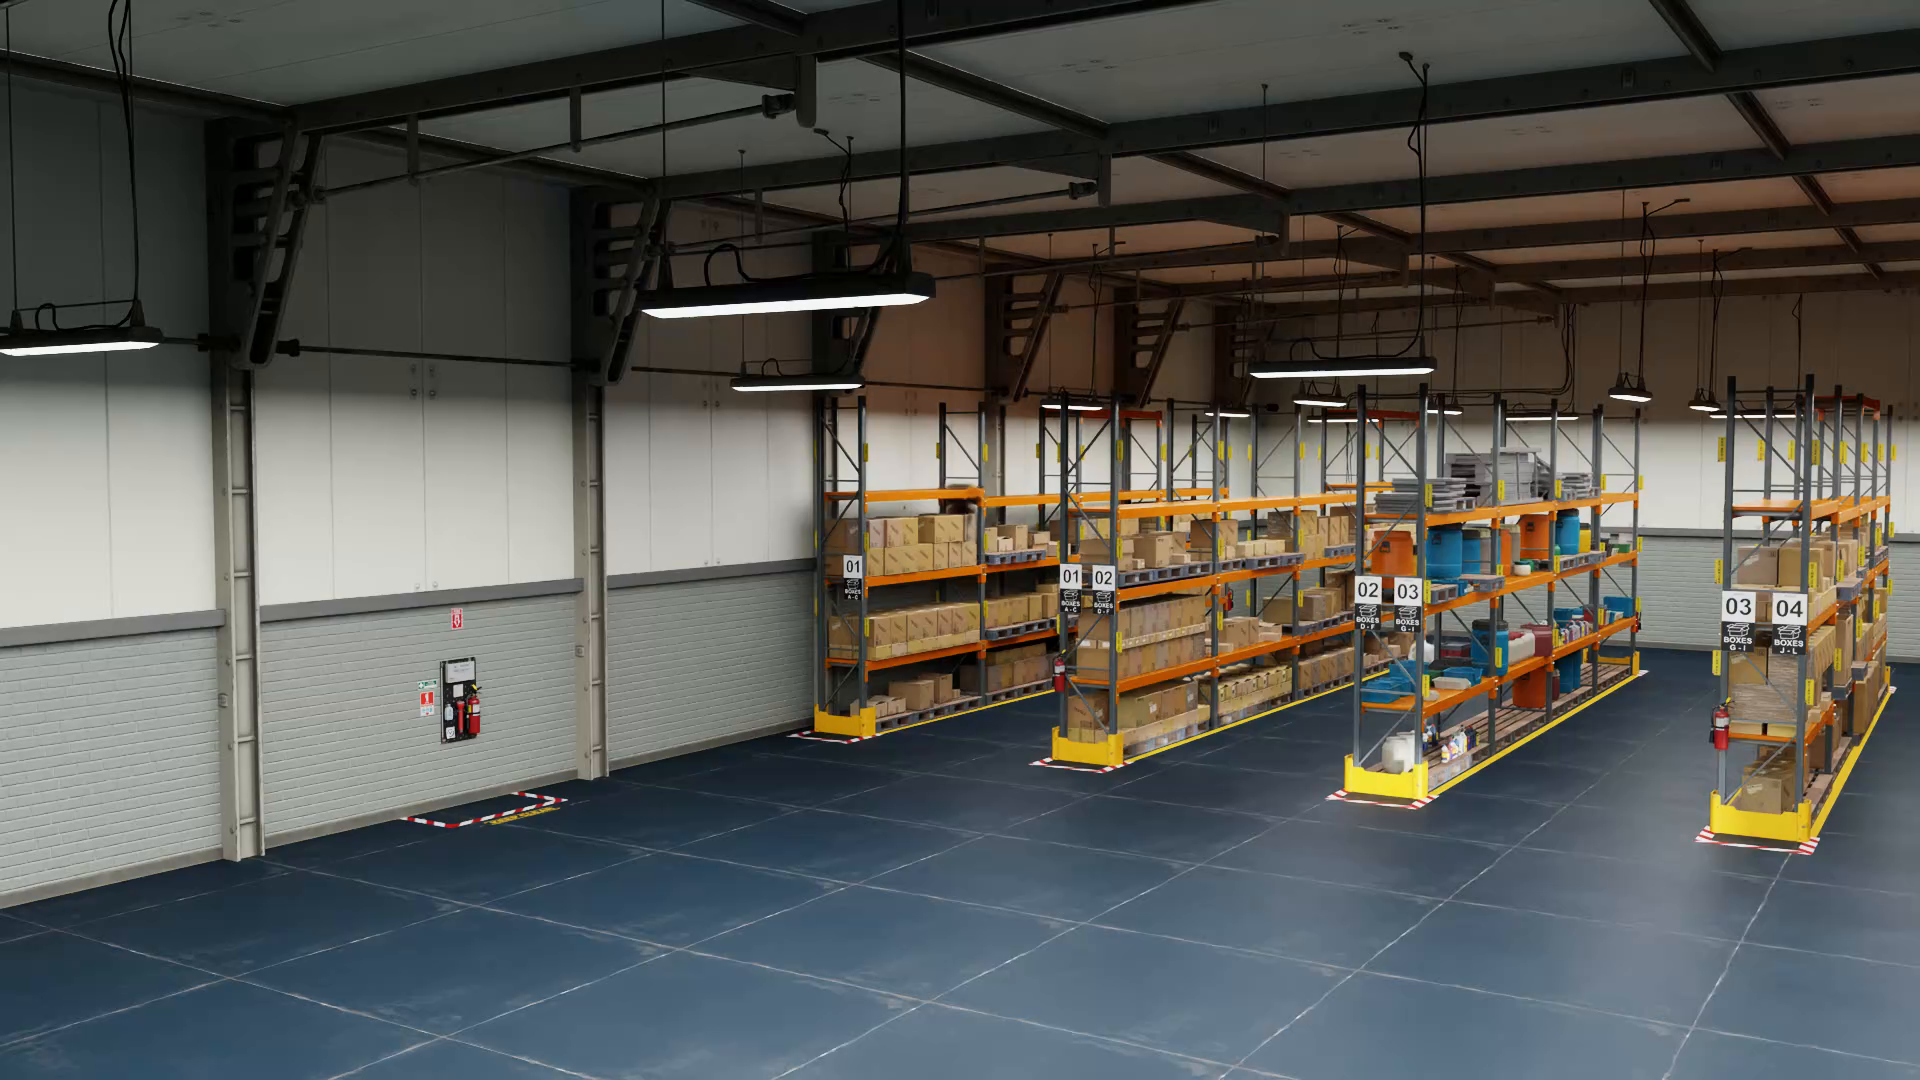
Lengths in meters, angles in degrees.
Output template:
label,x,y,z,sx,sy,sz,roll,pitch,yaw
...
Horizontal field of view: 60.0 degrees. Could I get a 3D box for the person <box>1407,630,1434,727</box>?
label,x,y,z,sx,sy,sz,roll,pitch,yaw
person,8.414,2.508,30.583,0.670,1.744,1.019,2,4,35

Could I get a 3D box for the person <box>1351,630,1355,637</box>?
label,x,y,z,sx,sy,sz,roll,pitch,yaw
person,10.053,1.917,41.763,0.551,1.797,0.544,-1,3,-12
